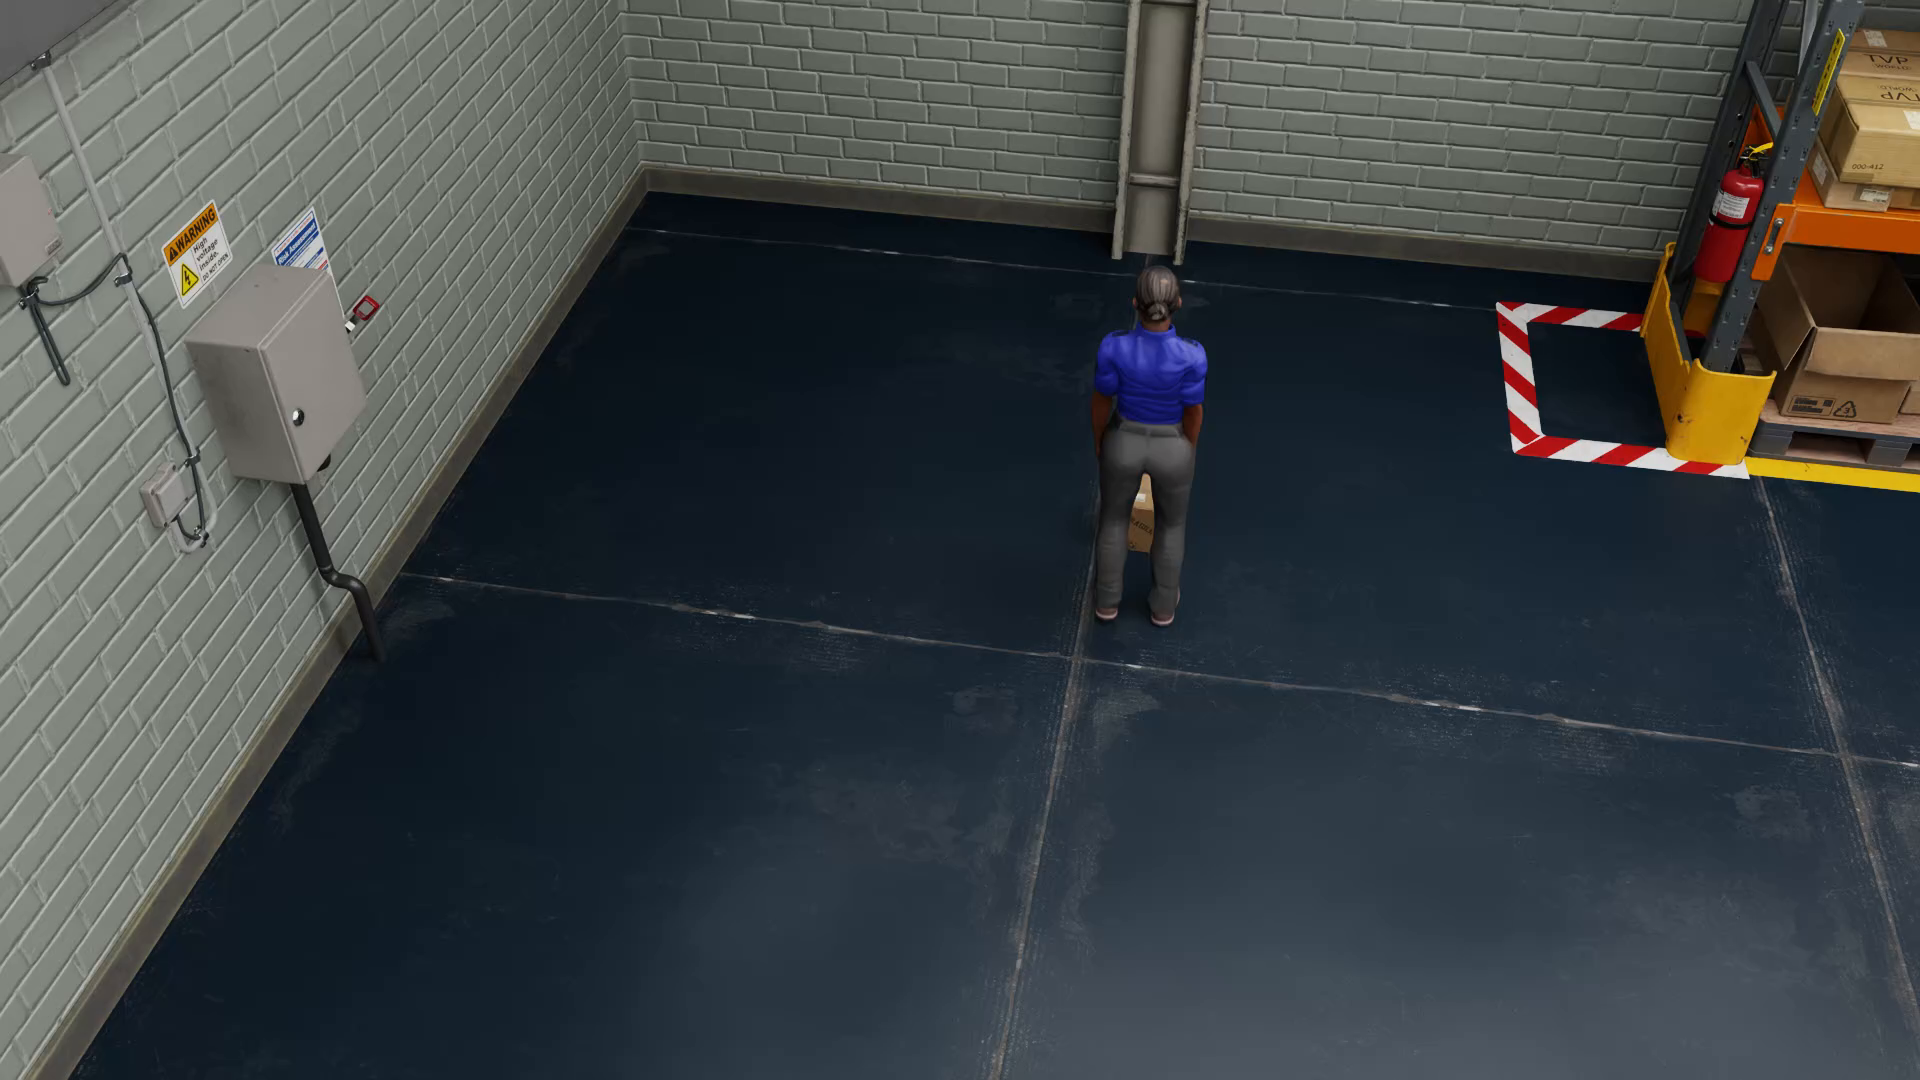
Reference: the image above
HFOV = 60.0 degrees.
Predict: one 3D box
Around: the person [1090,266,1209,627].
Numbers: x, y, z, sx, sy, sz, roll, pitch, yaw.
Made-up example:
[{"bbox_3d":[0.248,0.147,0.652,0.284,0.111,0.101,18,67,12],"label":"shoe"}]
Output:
[{"bbox_3d":[0.726,-0.355,6.582,0.439,1.653,0.308,7,41,8],"label":"person"}]
